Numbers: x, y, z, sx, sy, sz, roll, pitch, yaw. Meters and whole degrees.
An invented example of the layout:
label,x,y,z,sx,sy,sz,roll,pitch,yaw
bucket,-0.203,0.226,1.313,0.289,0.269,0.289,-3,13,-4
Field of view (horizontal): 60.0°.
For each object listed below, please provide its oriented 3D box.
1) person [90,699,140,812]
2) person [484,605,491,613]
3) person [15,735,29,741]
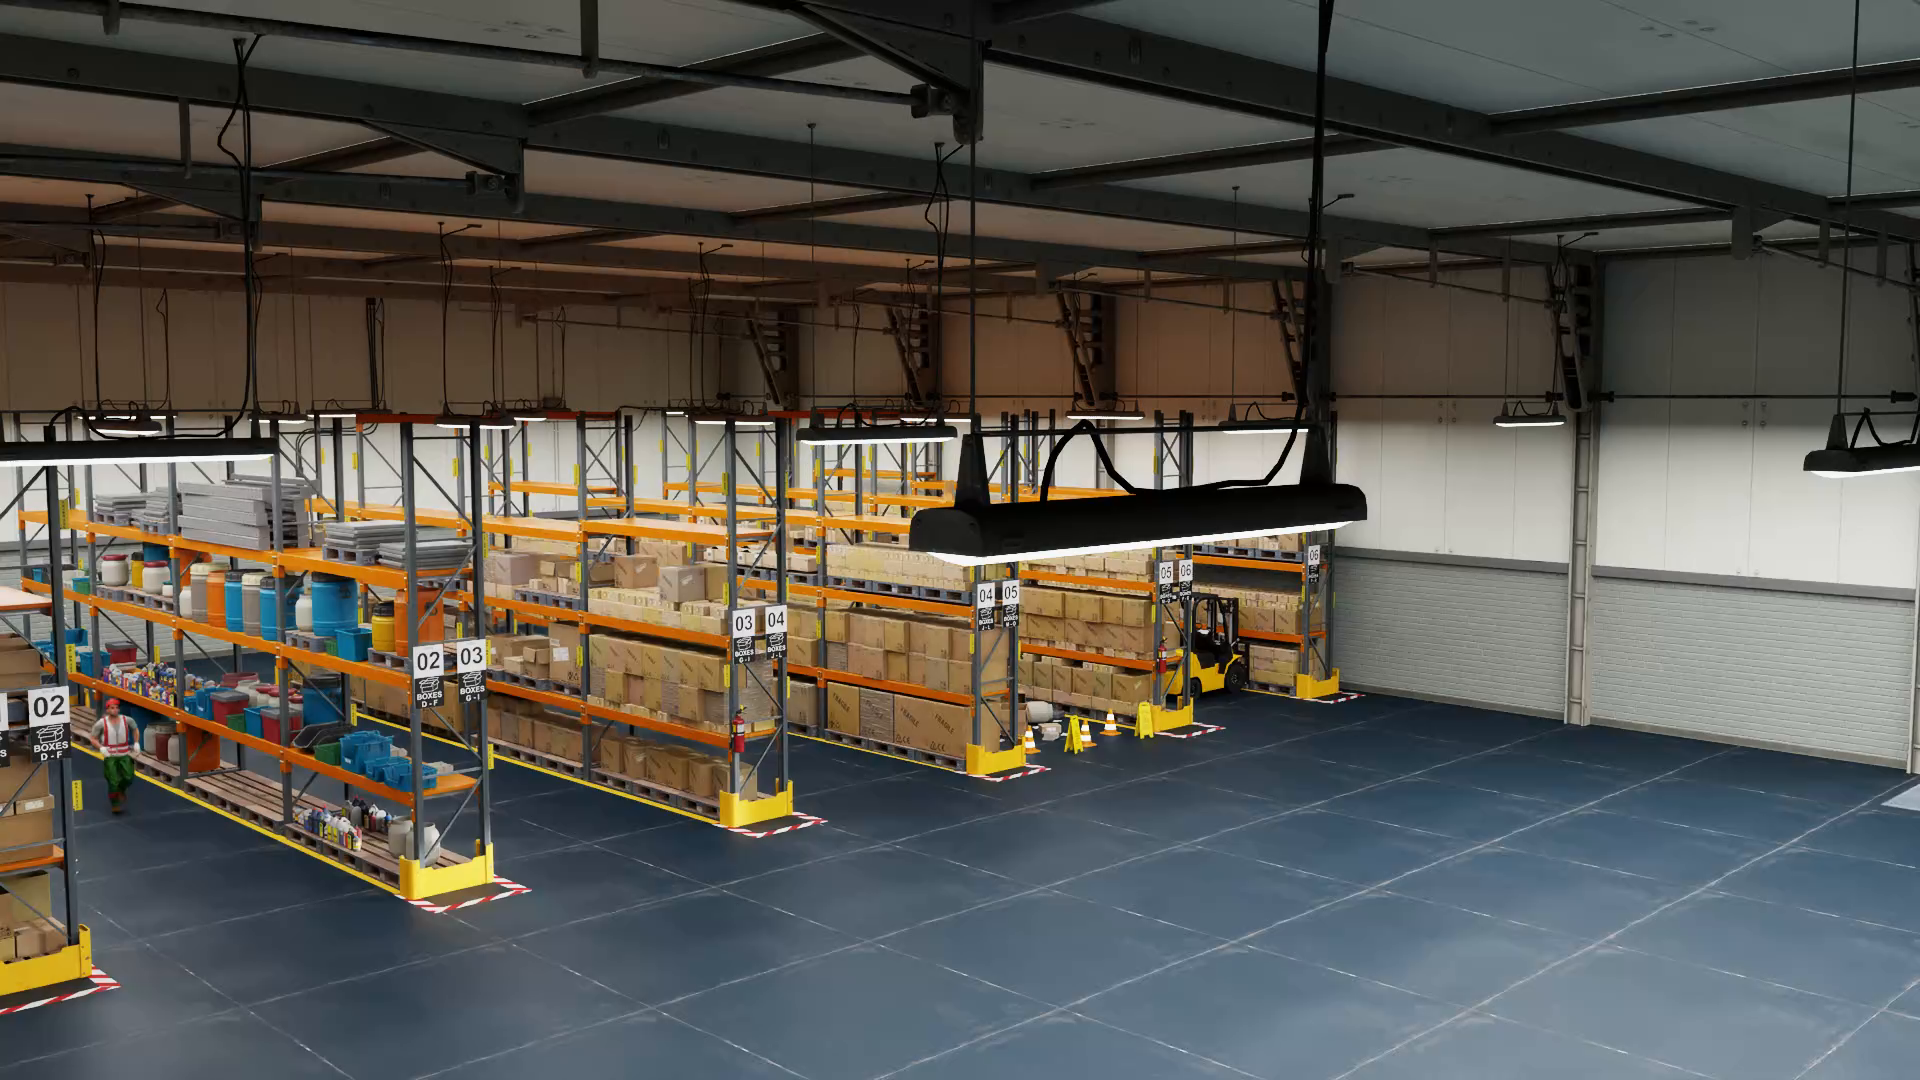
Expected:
label,x,y,z,sx,sy,sz,roll,pitch,yaw
person,-12.805,3.268,25.253,0.708,1.740,0.624,-4,6,-40
person,-11.429,2.001,39.962,0.711,1.751,0.844,3,6,30
person,-15.009,3.219,26.246,0.732,1.695,0.661,3,6,33
